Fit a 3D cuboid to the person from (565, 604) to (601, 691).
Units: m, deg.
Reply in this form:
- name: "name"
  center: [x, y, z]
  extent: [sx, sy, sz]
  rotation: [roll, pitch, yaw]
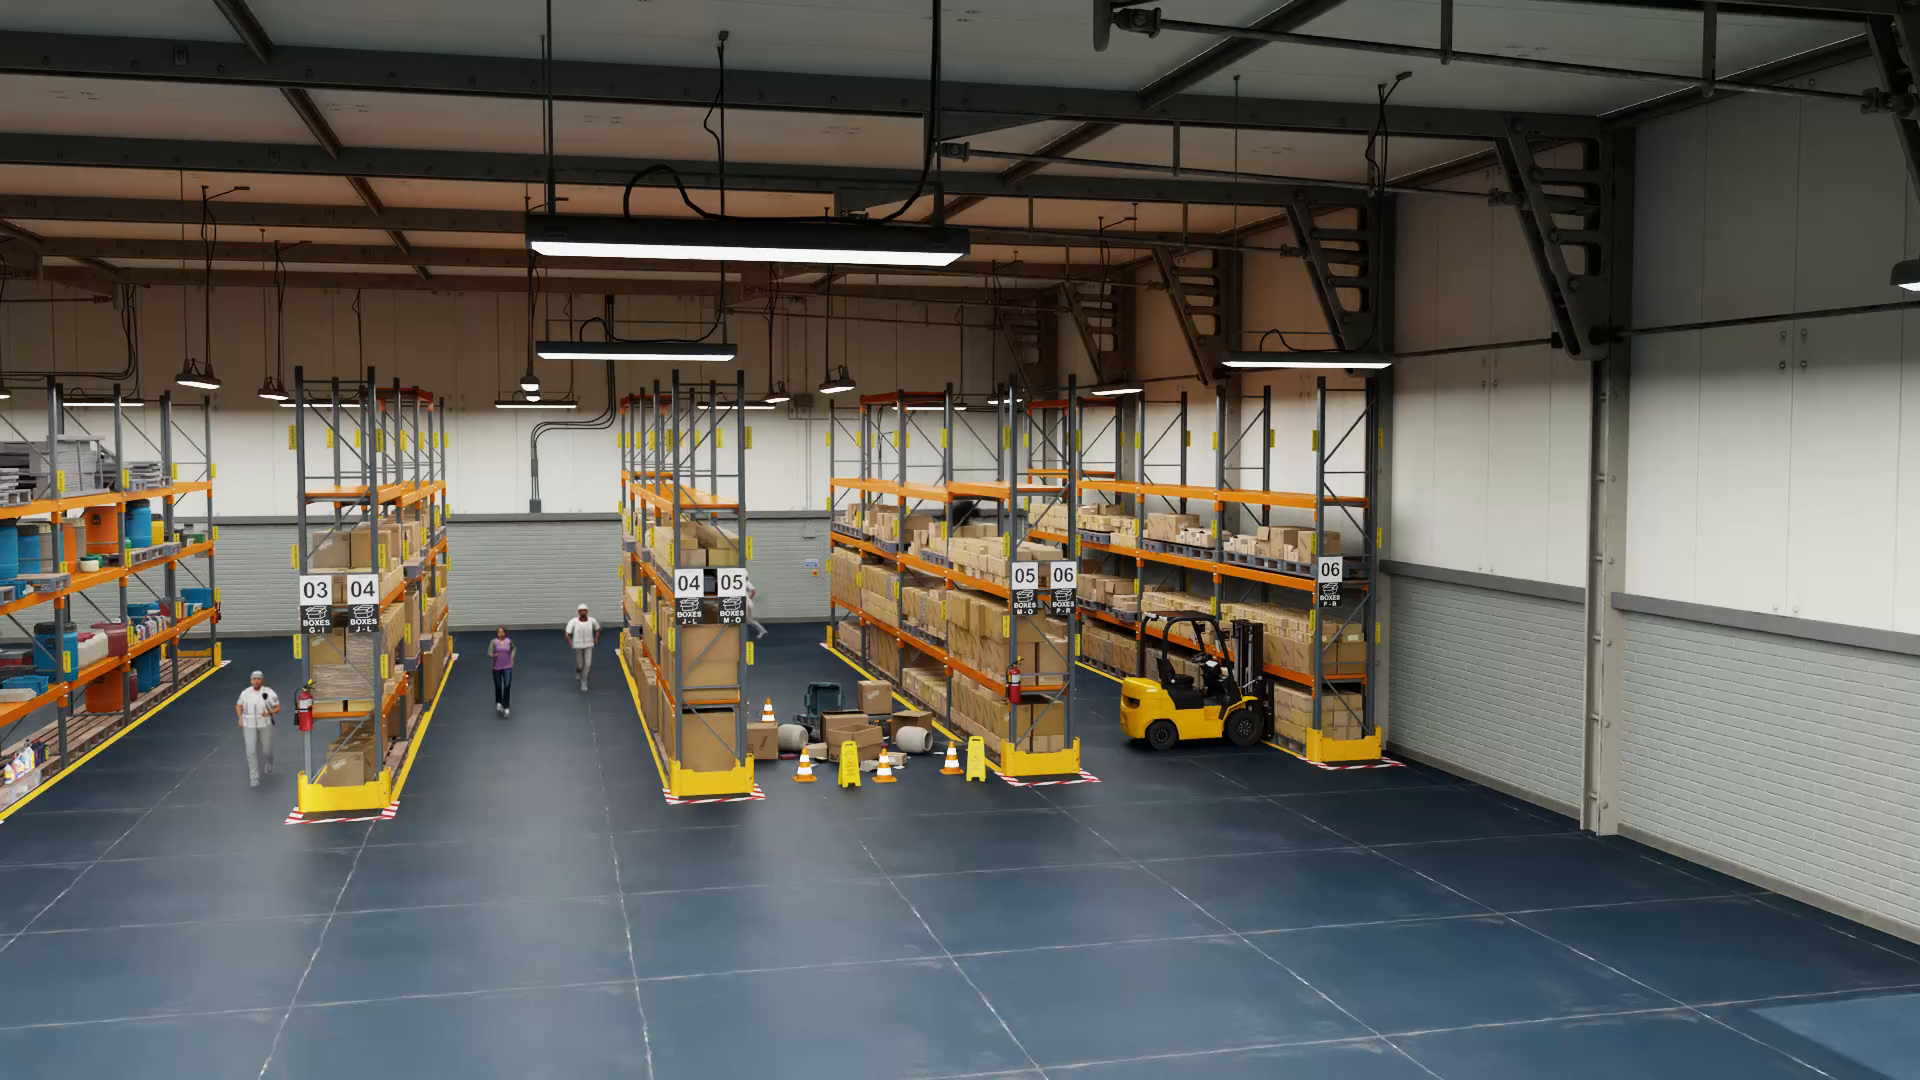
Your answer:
- name: "person"
  center: [-7.581, 2.151, 33.496]
  extent: [0.707, 1.739, 0.739]
  rotation: [-1, 4, -18]

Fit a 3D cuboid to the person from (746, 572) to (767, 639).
- name: "person"
  center: [-5.252, 1.658, 41.046]
  extent: [0.995, 1.805, 0.694]
  rotation: [-1, 3, -12]

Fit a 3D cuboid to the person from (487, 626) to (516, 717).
- name: "person"
  center: [-8.356, 2.377, 30.332]
  extent: [0.525, 1.629, 0.733]
  rotation: [-1, 4, -19]

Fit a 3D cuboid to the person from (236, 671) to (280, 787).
- name: "person"
  center: [-10.272, 2.731, 24.334]
  extent: [0.620, 1.634, 0.823]
  rotation: [-1, 4, -18]
